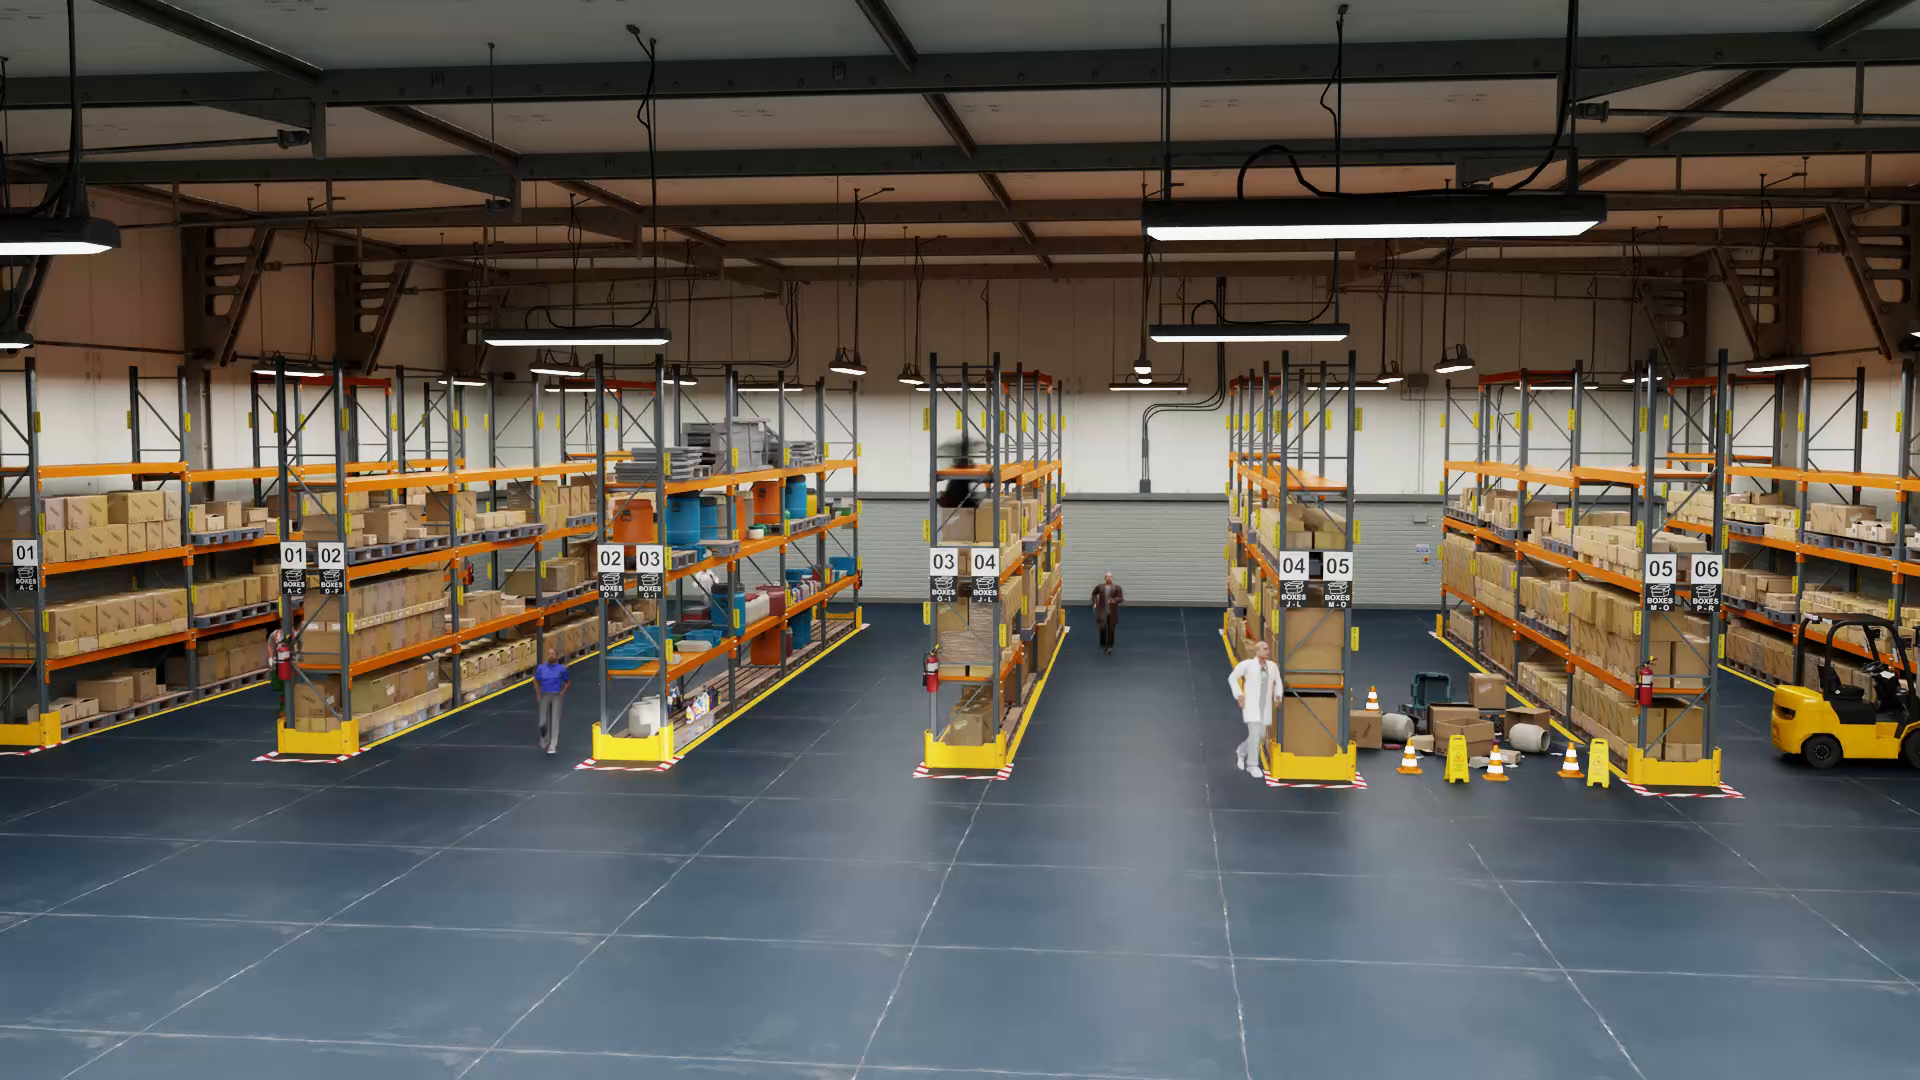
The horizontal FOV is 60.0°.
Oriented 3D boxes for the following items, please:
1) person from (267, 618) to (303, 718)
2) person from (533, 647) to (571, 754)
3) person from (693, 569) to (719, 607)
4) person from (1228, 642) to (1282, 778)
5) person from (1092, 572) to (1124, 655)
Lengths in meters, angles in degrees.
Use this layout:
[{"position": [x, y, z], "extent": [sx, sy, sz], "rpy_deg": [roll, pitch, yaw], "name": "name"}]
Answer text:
[{"position": [-11.559, 2.133, 28.550], "extent": [0.656, 1.737, 0.819], "rpy_deg": [0, 4, -2], "name": "person"}, {"position": [-6.177, 2.424, 25.168], "extent": [0.573, 1.605, 0.562], "rpy_deg": [-1, 4, -9], "name": "person"}, {"position": [-6.176, 1.321, 40.465], "extent": [0.649, 1.669, 0.862], "rpy_deg": [-1, 4, -15], "name": "person"}, {"position": [4.026, 2.262, 22.505], "extent": [0.753, 1.776, 0.750], "rpy_deg": [-2, 4, -21], "name": "person"}, {"position": [3.180, 1.587, 35.843], "extent": [0.686, 1.788, 0.761], "rpy_deg": [0, 4, 5], "name": "person"}]
